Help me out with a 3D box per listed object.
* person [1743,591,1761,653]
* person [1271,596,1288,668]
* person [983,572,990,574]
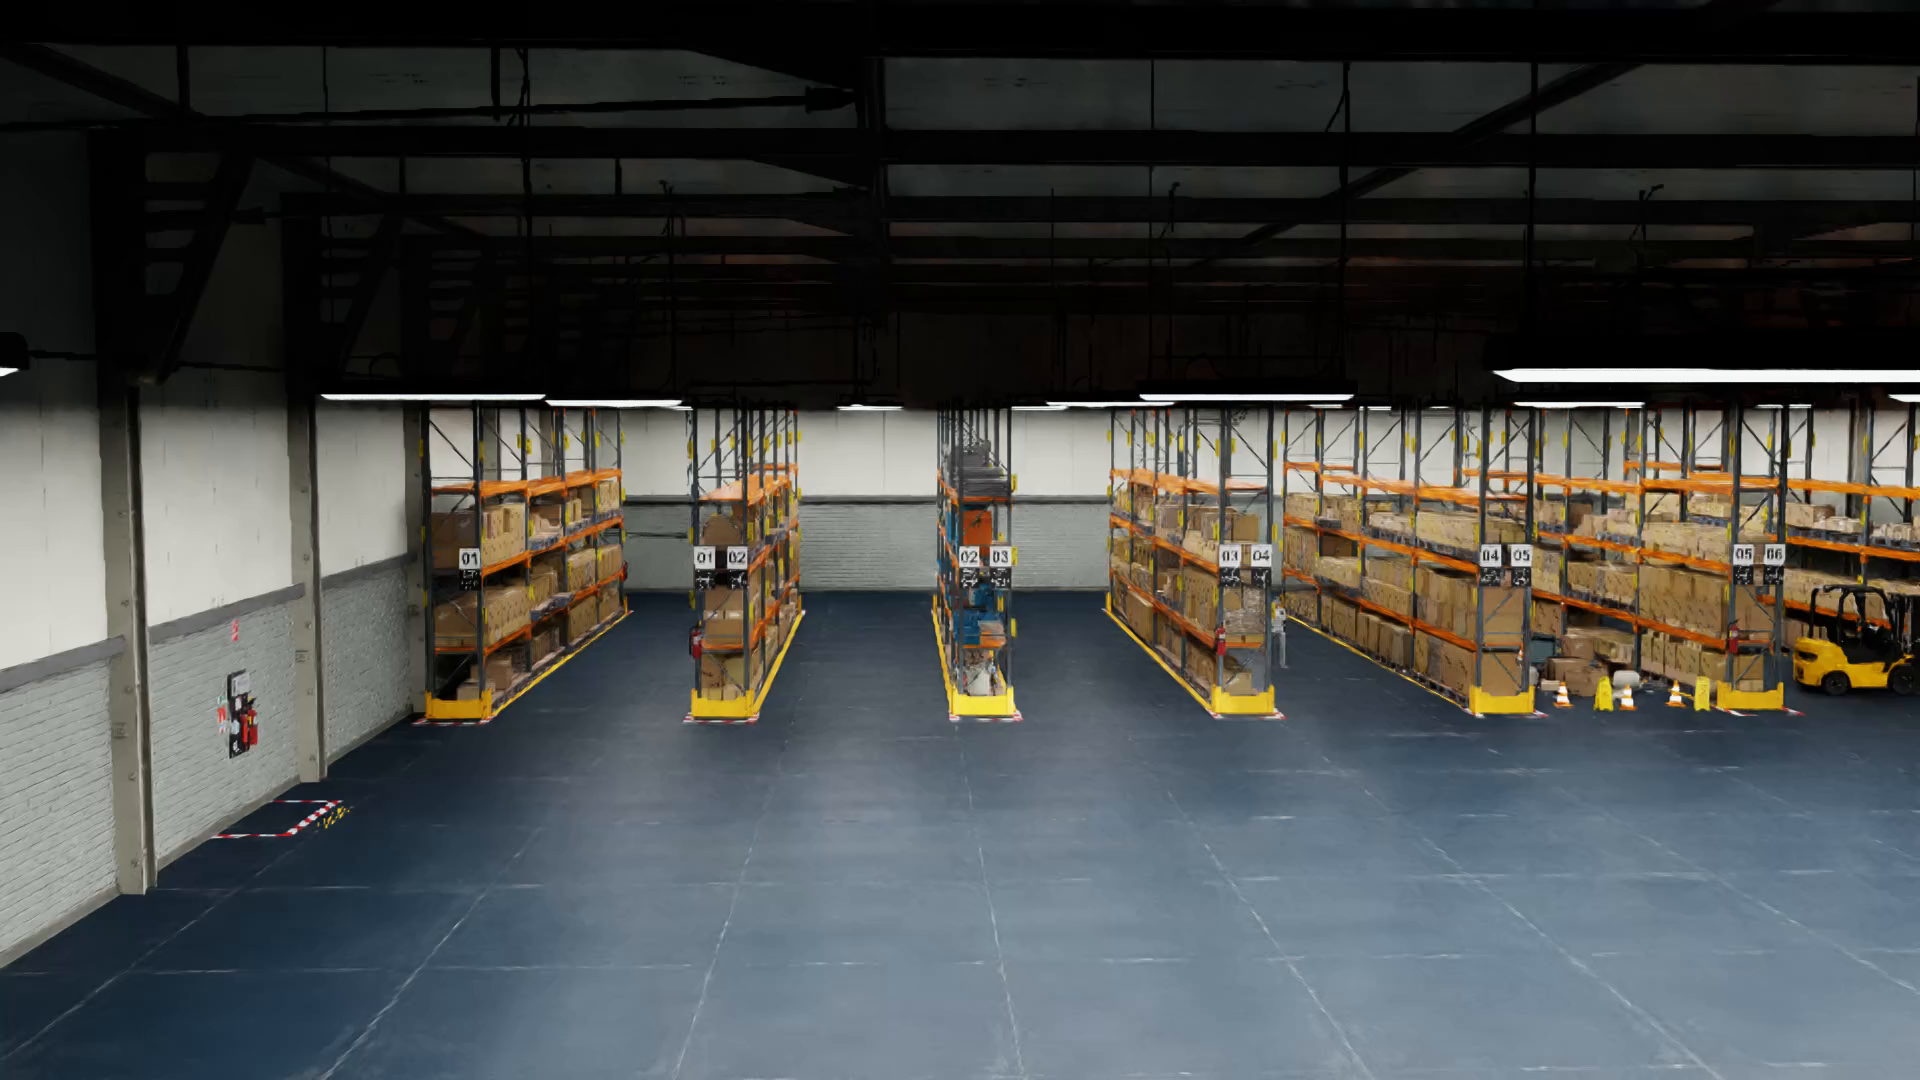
[{"bbox_3d":[18.517,1.902,38.995,0.536,1.590,0.534,2,5,22],"label":"person"},{"bbox_3d":[7.069,2.033,37.258,0.495,1.589,1.086,0,4,0],"label":"person"},{"bbox_3d":[0.851,1.049,50.009,0.455,1.587,1.088,0,4,-4],"label":"person"}]
